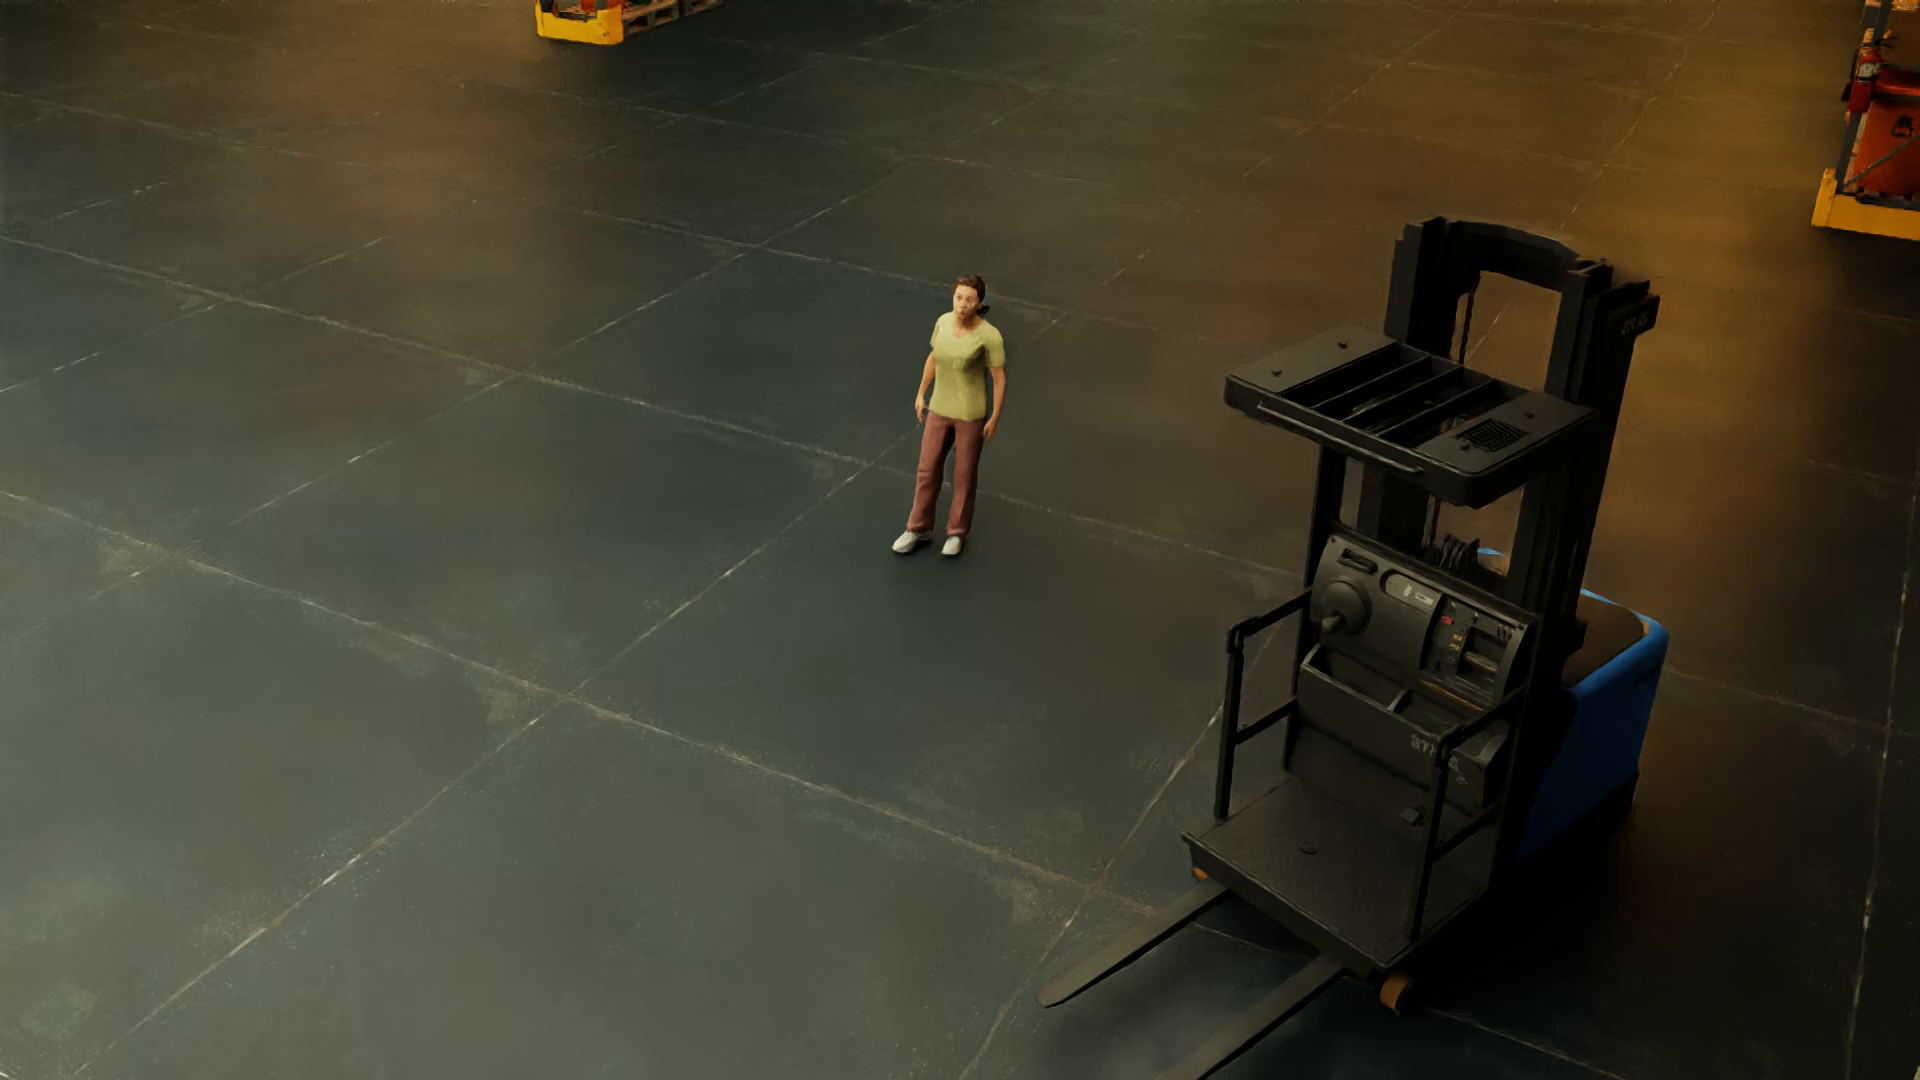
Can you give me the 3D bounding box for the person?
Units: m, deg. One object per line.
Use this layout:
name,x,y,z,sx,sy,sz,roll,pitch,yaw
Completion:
person,-0.046,-0.697,9.532,0.554,1.663,0.548,15,33,25

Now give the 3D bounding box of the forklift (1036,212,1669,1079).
forklift,1.654,0.336,6.488,3.031,2.935,1.130,-24,37,-35
